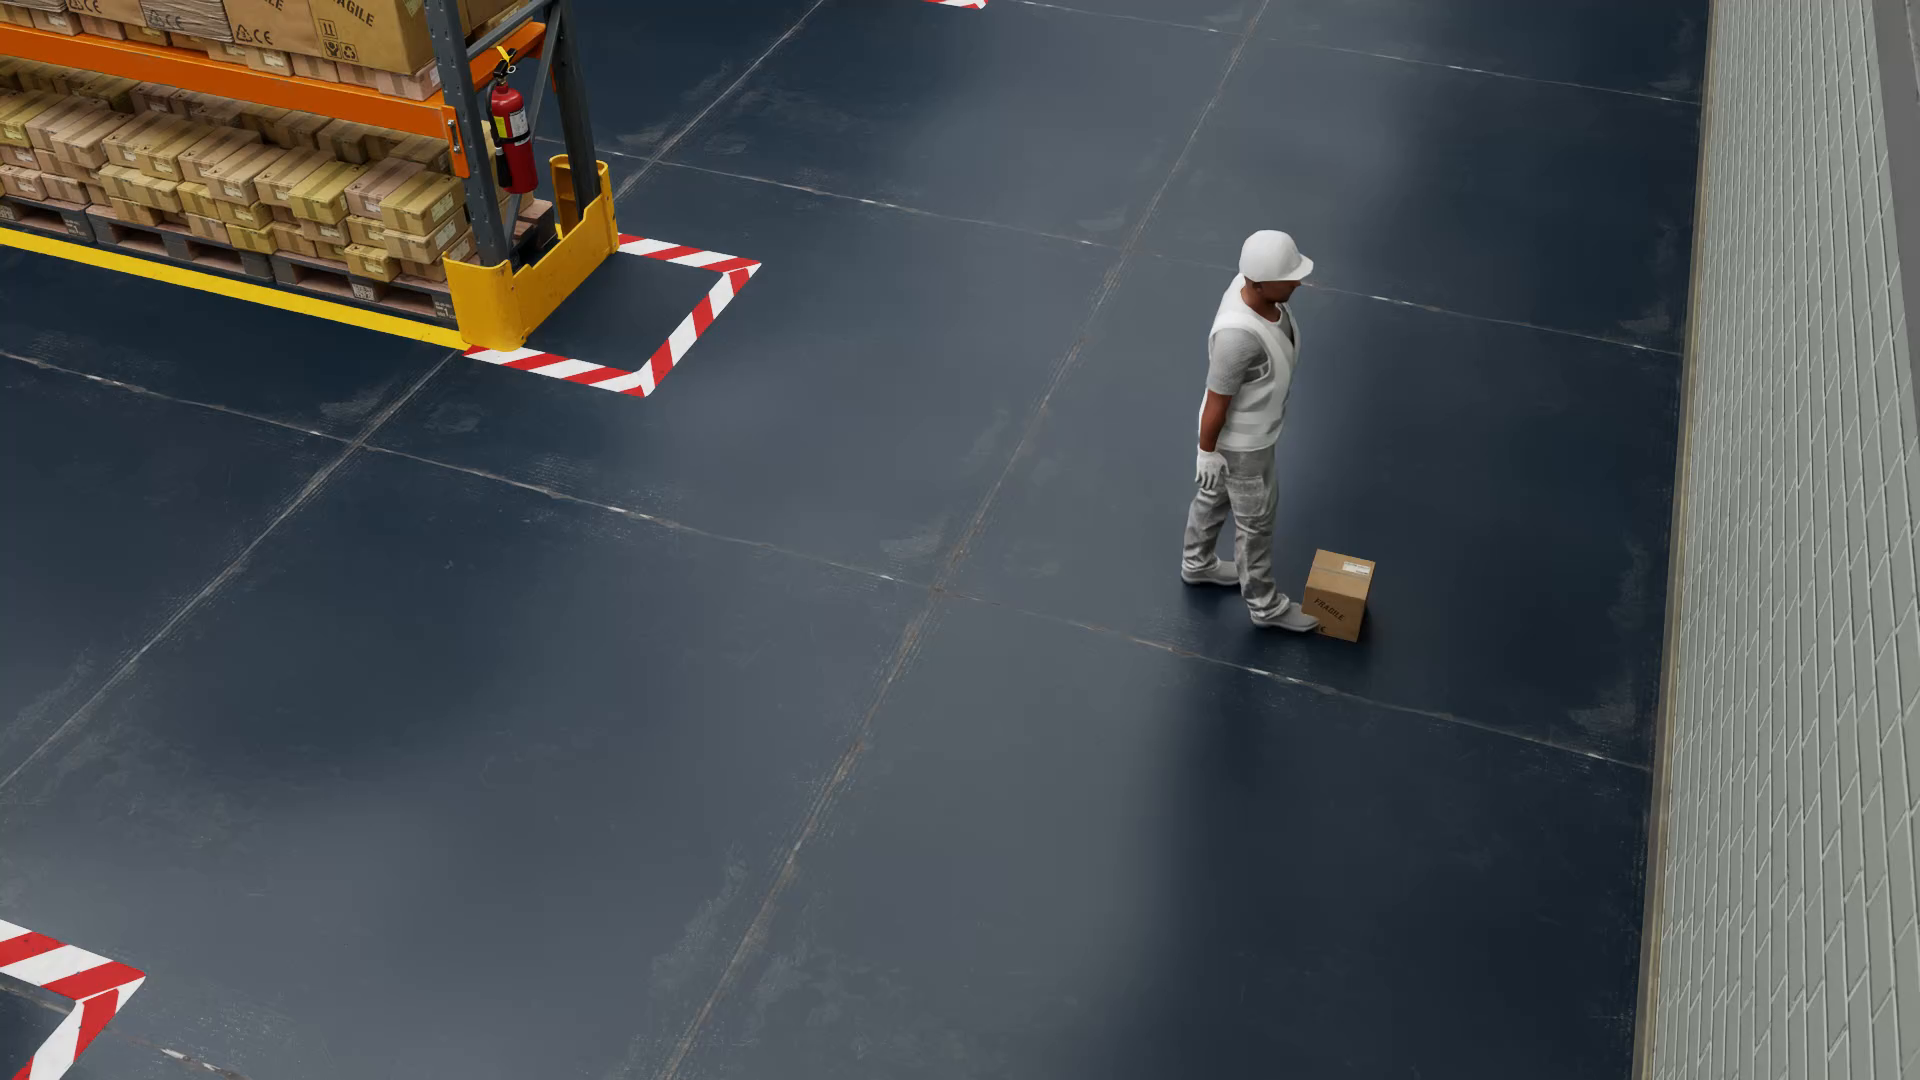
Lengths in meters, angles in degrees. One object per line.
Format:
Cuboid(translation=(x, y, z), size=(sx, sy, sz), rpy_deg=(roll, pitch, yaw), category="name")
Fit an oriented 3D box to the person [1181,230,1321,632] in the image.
Cuboid(translation=(1.268, -0.449, 6.643), size=(0.637, 1.779, 0.566), rpy_deg=(9, 42, 10), category="person")
